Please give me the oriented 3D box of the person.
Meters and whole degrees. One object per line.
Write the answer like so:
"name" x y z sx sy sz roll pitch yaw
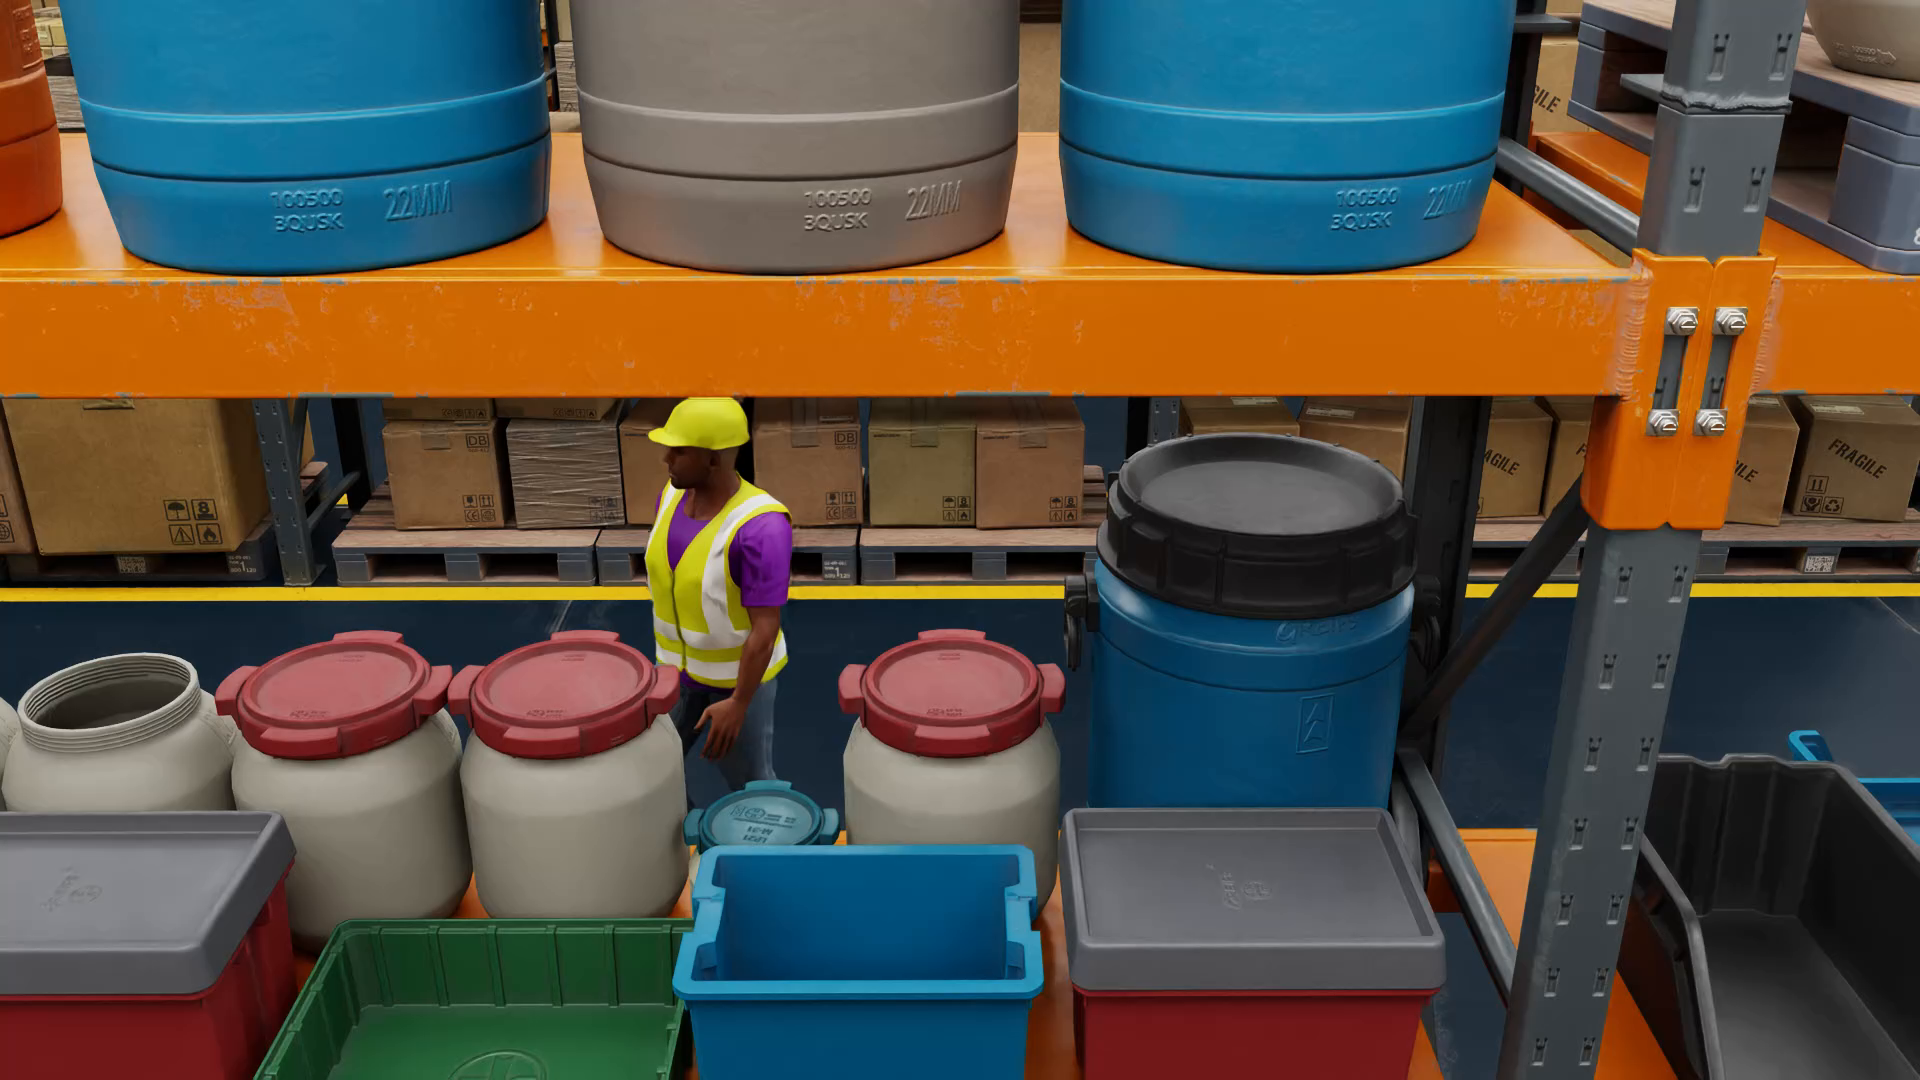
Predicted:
"person" -0.771 0.450 5.123 0.589 1.850 0.529 16 29 32
